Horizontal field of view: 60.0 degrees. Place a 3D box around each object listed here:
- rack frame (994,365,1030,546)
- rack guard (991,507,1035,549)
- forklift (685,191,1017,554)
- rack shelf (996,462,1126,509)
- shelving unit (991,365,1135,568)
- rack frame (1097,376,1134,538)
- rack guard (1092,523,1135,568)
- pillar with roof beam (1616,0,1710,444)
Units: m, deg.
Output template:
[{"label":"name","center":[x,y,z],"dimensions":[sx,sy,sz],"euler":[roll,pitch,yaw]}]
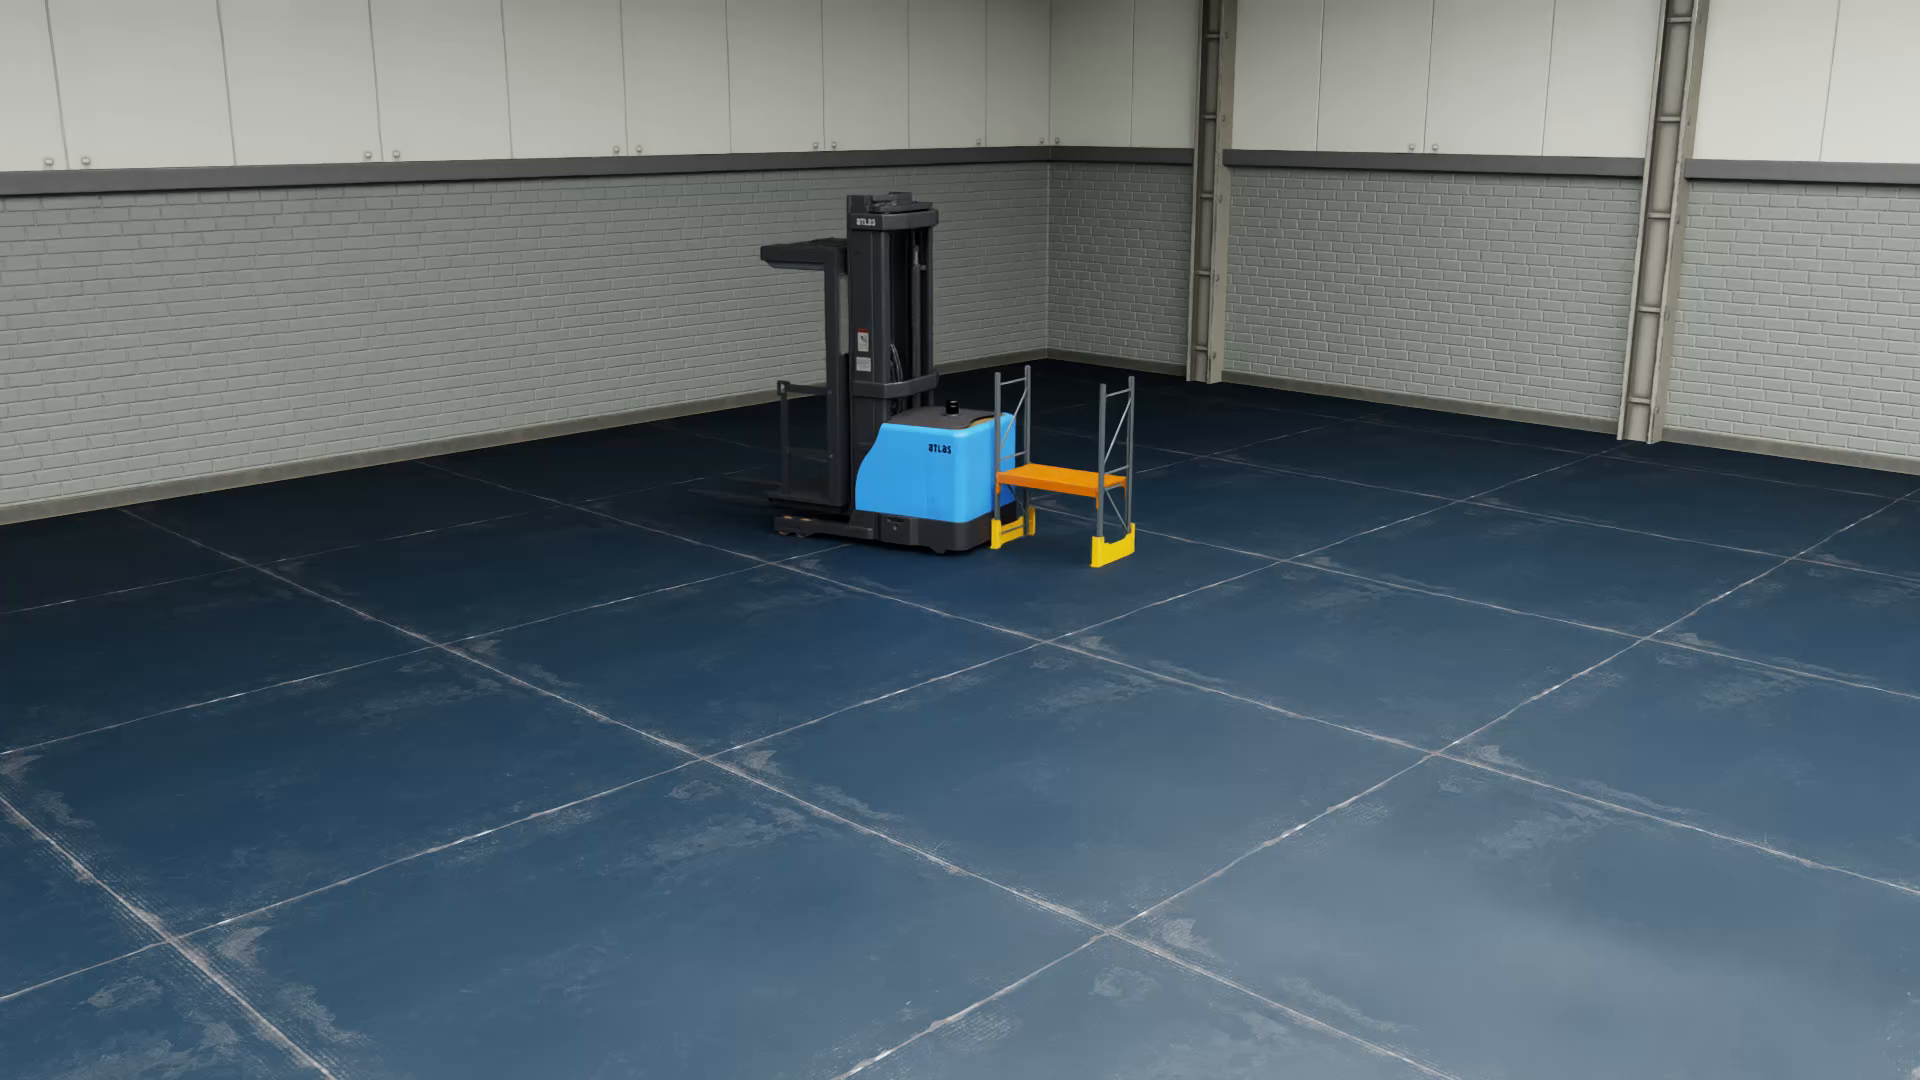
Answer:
[{"label":"rack frame","center":[0.445,-0.713,14.195],"dimensions":[0.032,1.500,0.500],"euler":[10,18,34]},{"label":"rack guard","center":[0.461,-0.106,14.342],"dimensions":[0.087,0.250,0.587],"euler":[10,18,34]},{"label":"forklift","center":[-1.047,-1.547,14.556],"dimensions":[3.031,2.935,1.130],"euler":[8,17,28]},{"label":"rack shelf","center":[0.859,-0.465,13.955],"dimensions":[1.000,0.185,0.538],"euler":[10,18,34]},{"label":"shelving unit","center":[0.866,-0.638,13.904],"dimensions":[1.083,1.500,0.587],"euler":[10,18,34]},{"label":"rack frame","center":[1.273,-0.564,13.624],"dimensions":[0.032,1.500,0.500],"euler":[10,18,34]},{"label":"rack guard","center":[1.272,0.040,13.782],"dimensions":[0.087,0.250,0.587],"euler":[10,18,34]},{"label":"pillar with roof beam","center":[4.680,-4.704,14.639],"dimensions":[0.400,9.000,9.100],"euler":[14,20,42]}]
